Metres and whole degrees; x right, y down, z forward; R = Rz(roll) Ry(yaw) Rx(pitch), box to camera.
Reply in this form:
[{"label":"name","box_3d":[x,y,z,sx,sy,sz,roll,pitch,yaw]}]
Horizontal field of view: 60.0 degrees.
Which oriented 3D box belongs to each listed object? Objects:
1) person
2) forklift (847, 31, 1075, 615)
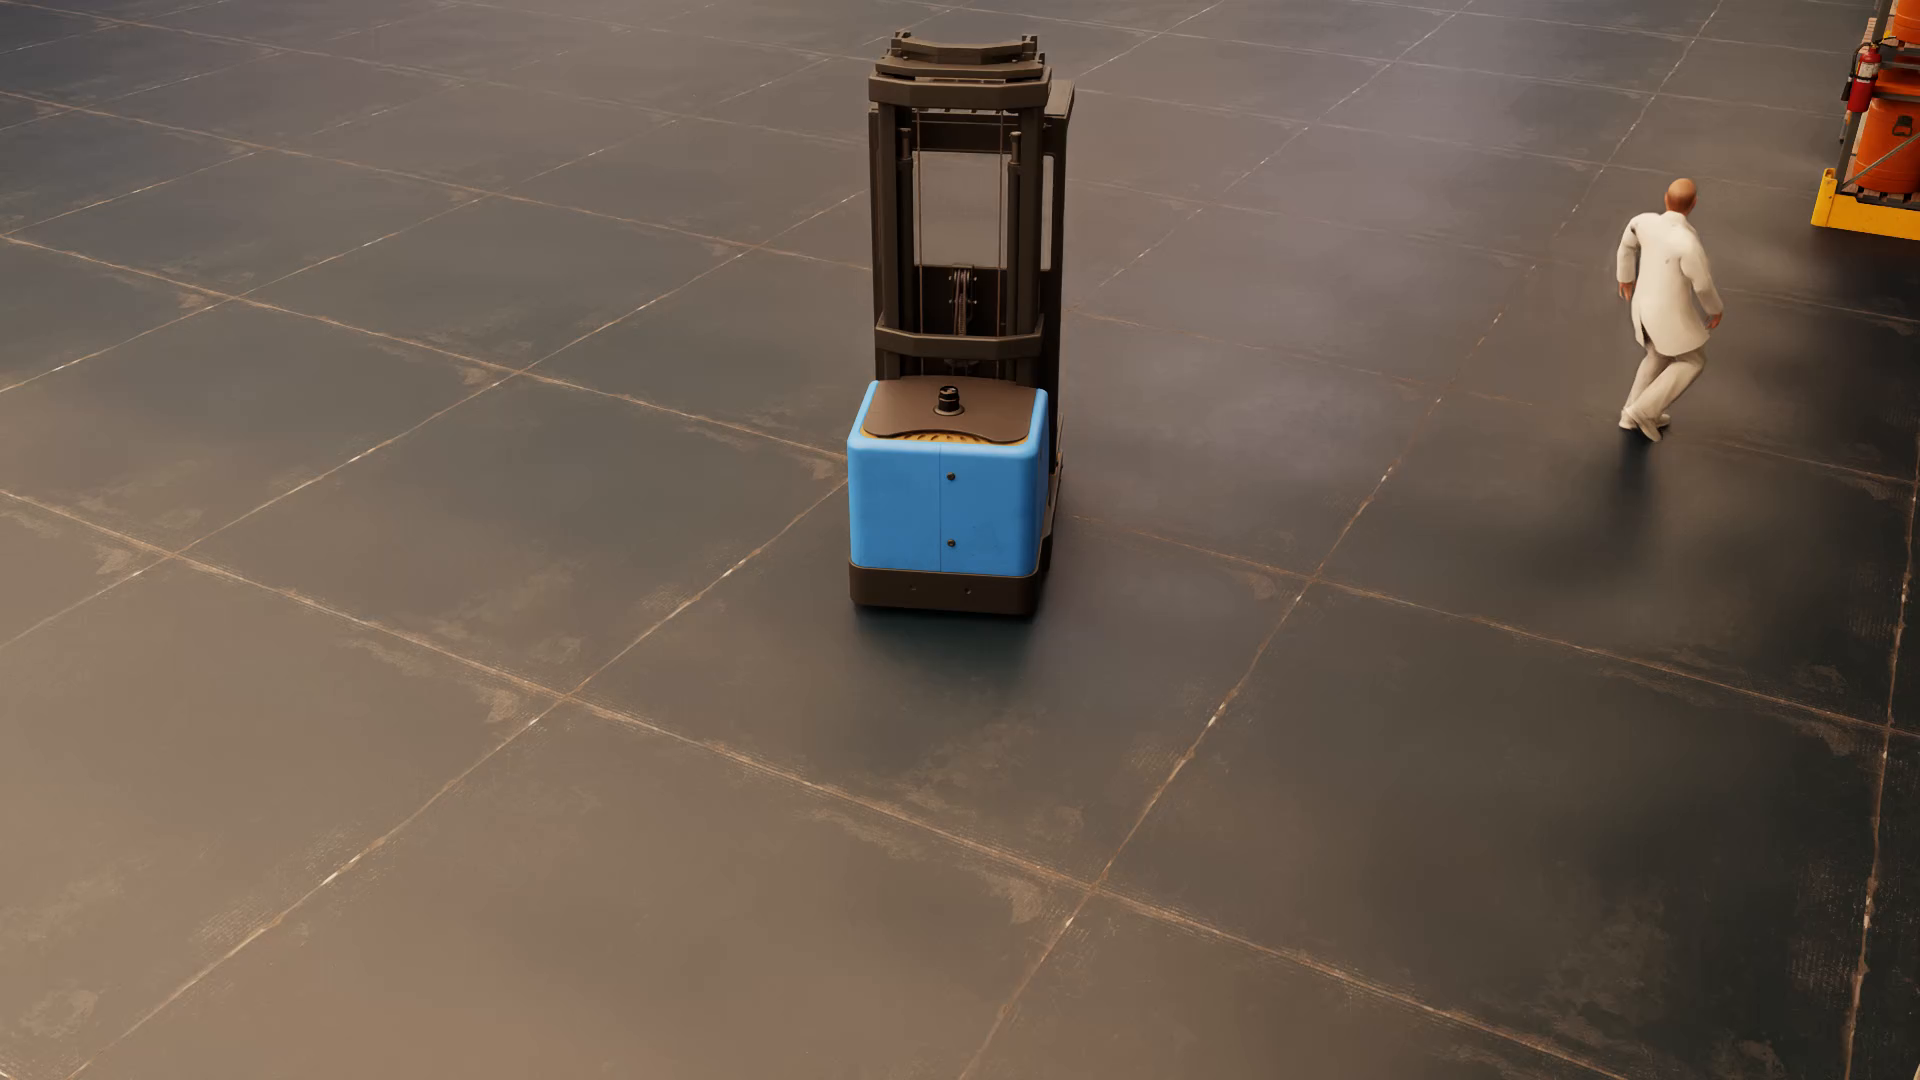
[{"label":"person","box_3d":[4.611,-1.522,10.914,0.517,1.754,0.831,-6,31,-10]},{"label":"forklift","box_3d":[0.072,-1.572,9.794,1.130,2.935,3.031,3,30,6]}]
